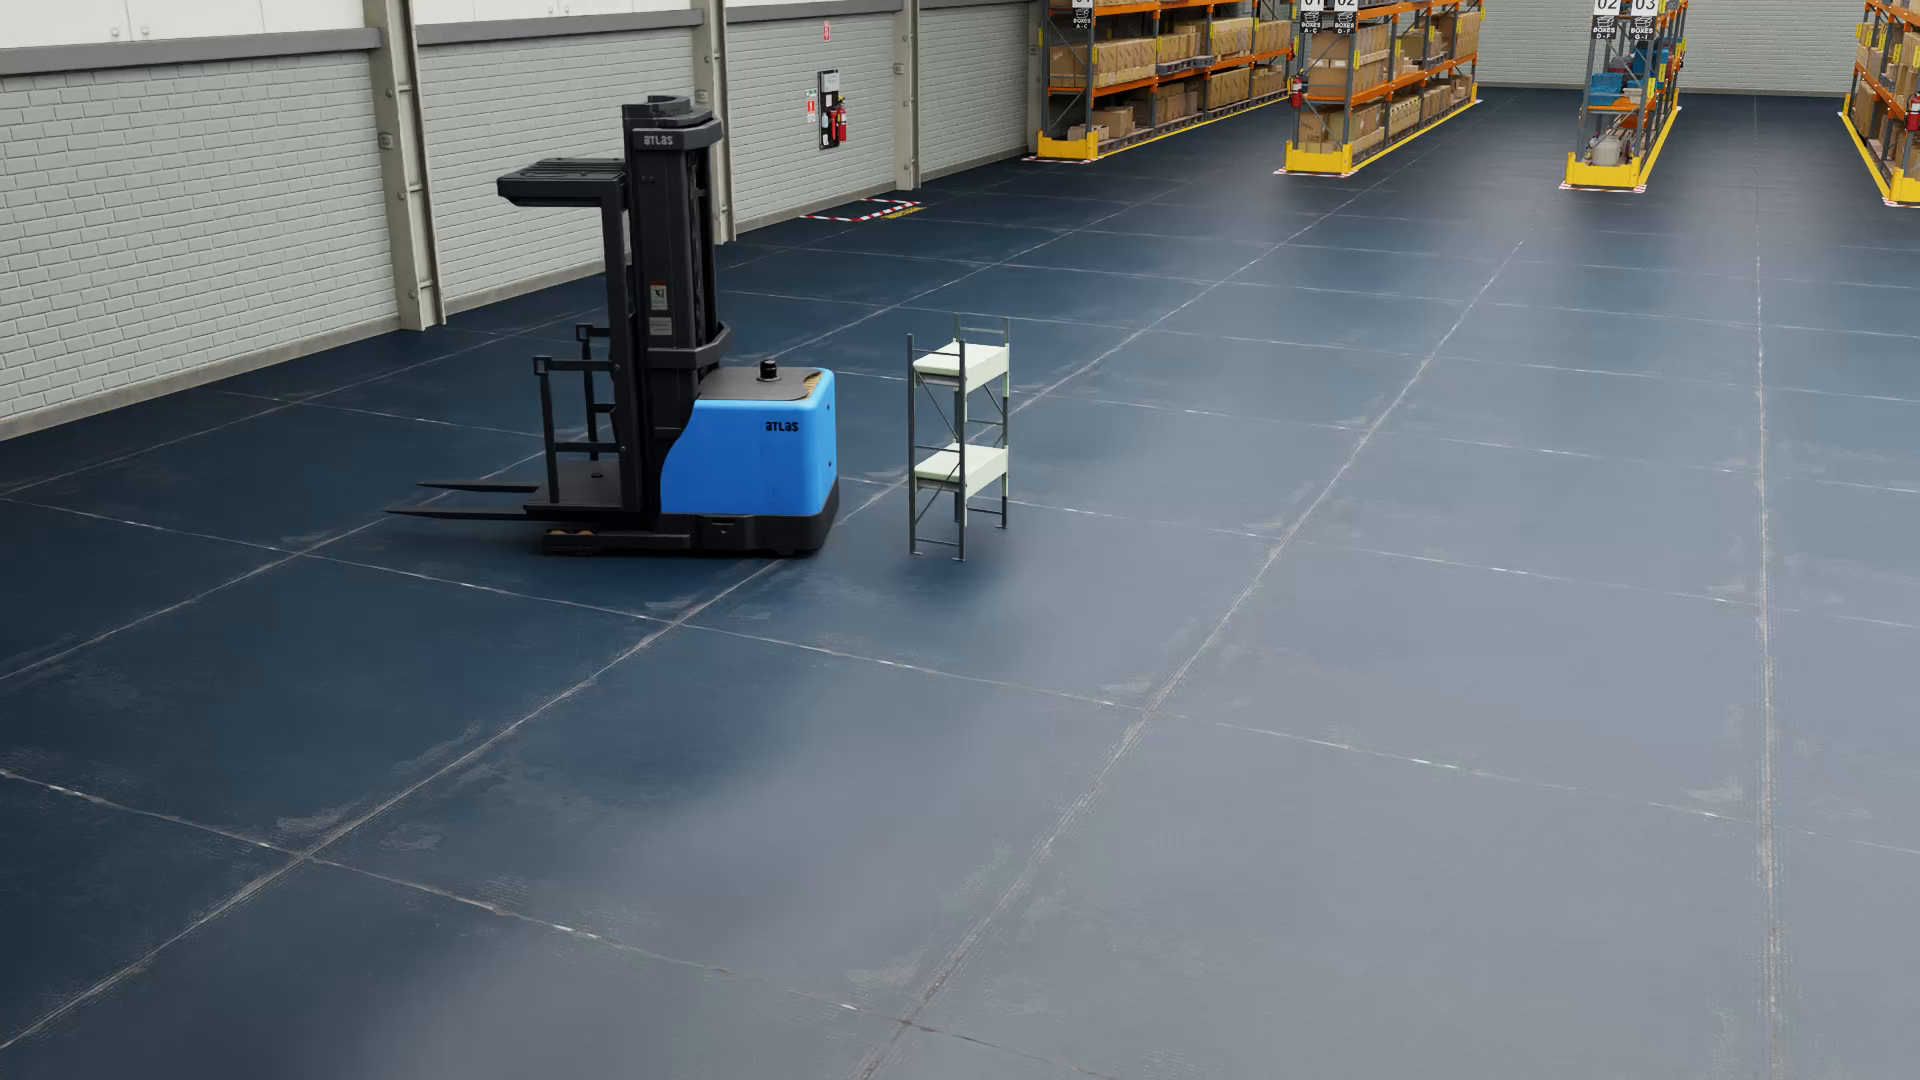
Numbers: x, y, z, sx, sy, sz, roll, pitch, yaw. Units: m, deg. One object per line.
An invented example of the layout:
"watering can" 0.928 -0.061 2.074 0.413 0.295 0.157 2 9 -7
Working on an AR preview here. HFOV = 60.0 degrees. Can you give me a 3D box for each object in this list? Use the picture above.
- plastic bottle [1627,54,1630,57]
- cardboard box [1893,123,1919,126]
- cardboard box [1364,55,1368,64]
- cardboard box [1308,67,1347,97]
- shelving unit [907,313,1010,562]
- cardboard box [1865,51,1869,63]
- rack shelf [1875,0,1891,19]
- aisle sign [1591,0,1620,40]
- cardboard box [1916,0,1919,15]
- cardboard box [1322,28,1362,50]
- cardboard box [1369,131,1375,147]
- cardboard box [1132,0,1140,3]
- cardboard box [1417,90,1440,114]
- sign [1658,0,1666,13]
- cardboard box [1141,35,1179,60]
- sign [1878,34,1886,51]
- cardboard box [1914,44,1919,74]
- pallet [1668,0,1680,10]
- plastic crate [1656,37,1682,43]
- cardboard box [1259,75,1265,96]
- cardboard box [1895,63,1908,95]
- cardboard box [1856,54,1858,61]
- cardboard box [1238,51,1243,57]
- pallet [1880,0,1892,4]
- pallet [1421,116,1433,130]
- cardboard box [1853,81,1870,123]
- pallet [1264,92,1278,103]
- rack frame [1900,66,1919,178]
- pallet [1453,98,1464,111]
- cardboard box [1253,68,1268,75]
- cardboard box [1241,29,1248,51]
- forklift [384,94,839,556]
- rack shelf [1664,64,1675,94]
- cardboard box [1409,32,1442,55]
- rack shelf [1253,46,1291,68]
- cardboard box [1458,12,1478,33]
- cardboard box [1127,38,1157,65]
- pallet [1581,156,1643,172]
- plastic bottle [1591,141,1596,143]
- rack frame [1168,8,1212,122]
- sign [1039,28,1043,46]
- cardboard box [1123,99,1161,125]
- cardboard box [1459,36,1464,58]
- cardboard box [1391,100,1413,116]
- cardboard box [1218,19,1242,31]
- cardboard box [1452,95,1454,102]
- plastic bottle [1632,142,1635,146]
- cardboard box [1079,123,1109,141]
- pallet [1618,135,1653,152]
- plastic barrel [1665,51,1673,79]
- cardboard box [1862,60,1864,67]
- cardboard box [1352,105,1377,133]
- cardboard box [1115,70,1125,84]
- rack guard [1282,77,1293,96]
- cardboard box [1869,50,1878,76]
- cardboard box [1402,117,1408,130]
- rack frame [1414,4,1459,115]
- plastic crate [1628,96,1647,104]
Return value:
"plastic bottle" 14.729 -10.536 36.692 0.144 0.351 0.185 9 21 23
"cardboard box" 17.974 -7.611 31.467 0.700 0.500 0.500 7 21 18
"cardboard box" 7.471 -9.057 31.342 0.380 0.149 0.250 8 21 22
"cardboard box" 6.791 -8.408 30.485 0.700 0.500 0.500 9 21 23
"shelving unit" -0.003 -0.705 11.212 0.431 1.500 0.755 9 21 23
"cardboard box" 20.479 -10.768 37.051 0.500 0.250 0.500 8 21 22
"rack shelf" 19.719 -10.991 34.494 1.077 0.370 4.000 9 21 23
"aisle sign" 10.805 -8.783 27.808 0.394 0.787 0.004 9 21 23
"cardboard box" 16.210 -8.847 27.617 0.500 0.250 0.500 8 21 22
"cardboard box" 7.023 -9.197 30.767 0.700 0.500 0.500 8 21 21
"cardboard box" 7.830 -7.867 32.590 0.500 0.250 0.500 9 21 23
"cardboard box" 3.313 -11.075 33.479 0.500 0.500 0.500 8 21 21
"cardboard box" 10.939 -10.269 38.940 0.500 0.500 0.500 8 21 21
"sign" 11.606 -8.880 27.471 0.100 0.325 0.005 9 21 23
"cardboard box" 4.421 -10.902 36.841 0.700 0.500 0.500 12 23 30
"sign" 18.392 -9.926 33.174 0.100 0.325 0.005 9 21 23
"cardboard box" 15.624 -7.720 26.614 0.500 0.500 0.500 9 21 23
"pallet" 12.537 -9.852 30.501 1.213 0.211 1.003 9 21 23
"plastic crate" 17.691 -12.347 41.569 0.616 0.435 0.499 9 21 23
"cardboard box" 7.590 -11.955 43.711 0.700 0.500 0.500 8 21 22
"cardboard box" 16.785 -7.992 28.873 0.875 0.500 0.500 9 21 23
"cardboard box" 21.730 -11.569 39.898 0.380 0.149 0.250 9 21 23
"cardboard box" 6.817 -12.073 41.286 0.380 0.149 0.250 9 21 23
"pallet" 19.115 -10.833 33.260 1.213 0.211 1.003 10 22 25
"pallet" 10.204 -9.575 38.077 1.003 0.211 1.213 9 21 23
"cardboard box" 20.294 -9.526 36.323 1.225 0.875 0.875 9 21 23
"pallet" 7.862 -11.849 44.472 1.003 0.211 1.213 9 21 23
"rack frame" 15.624 -6.860 26.280 1.000 3.000 0.127 9 21 23
"pallet" 12.282 -11.158 42.530 1.003 0.211 1.213 9 21 23
"cardboard box" 7.901 -12.346 43.844 0.380 0.149 0.250 8 21 21
"cardboard box" 6.822 -12.430 41.322 0.500 0.500 0.500 9 21 23
"forklift" -2.405 -1.450 11.171 3.031 2.935 1.130 1 20 3
"rack shelf" 15.200 -10.257 36.908 1.077 0.370 4.000 9 21 23
"cardboard box" 10.835 -11.585 38.791 0.700 0.500 0.500 3 20 9
"rack shelf" 7.800 -12.839 44.168 1.077 0.370 4.000 9 21 23
"cardboard box" 13.002 -13.301 42.751 0.500 0.500 0.500 9 22 24
"cardboard box" 3.794 -10.226 34.822 0.500 0.500 0.500 8 21 23
"pallet" 11.932 -6.874 30.483 1.003 0.211 1.213 9 21 23
"plastic bottle" 11.643 -7.200 30.647 0.152 0.276 0.135 8 21 21
"rack frame" 5.343 -11.344 38.890 1.000 3.000 0.127 9 21 23
"sign" 1.569 -9.675 31.998 0.100 0.325 0.005 9 21 23
"cardboard box" 3.991 -9.378 36.436 0.700 0.500 0.500 9 22 25
"cardboard box" 12.166 -12.211 41.178 0.500 0.500 0.500 9 21 24
"cardboard box" 9.458 -9.324 35.851 0.500 0.311 0.500 8 21 22
"cardboard box" 6.596 -12.628 40.758 0.500 0.250 0.500 9 21 24
"cardboard box" 12.216 -11.125 41.846 0.380 0.166 0.250 9 21 23
"plastic bottle" 12.397 -7.170 30.568 0.097 0.271 0.097 0 20 0
"cardboard box" 2.666 -8.212 33.440 0.500 0.311 0.500 11 22 27
"pallet" 13.528 -8.068 33.839 1.003 0.211 1.213 9 21 23
"plastic barrel" 14.468 -9.865 34.529 0.600 0.536 0.708 9 21 23
"cardboard box" 20.680 -10.783 37.689 0.380 0.149 0.250 9 21 24
"cardboard box" 7.819 -8.222 32.469 0.500 0.500 0.500 9 21 23
"cardboard box" 2.970 -9.258 33.220 0.500 0.250 0.500 8 21 22
"rack guard" 8.629 -12.619 46.206 1.175 0.500 0.348 9 21 23
"cardboard box" 19.711 -10.162 35.417 0.500 0.500 0.500 8 21 21
"cardboard box" 9.247 -8.905 35.507 0.500 0.250 0.500 9 21 24
"rack frame" 11.502 -11.888 40.420 1.000 3.000 0.127 9 21 23
"plastic crate" 11.766 -7.644 28.881 0.298 0.136 0.250 9 21 23
